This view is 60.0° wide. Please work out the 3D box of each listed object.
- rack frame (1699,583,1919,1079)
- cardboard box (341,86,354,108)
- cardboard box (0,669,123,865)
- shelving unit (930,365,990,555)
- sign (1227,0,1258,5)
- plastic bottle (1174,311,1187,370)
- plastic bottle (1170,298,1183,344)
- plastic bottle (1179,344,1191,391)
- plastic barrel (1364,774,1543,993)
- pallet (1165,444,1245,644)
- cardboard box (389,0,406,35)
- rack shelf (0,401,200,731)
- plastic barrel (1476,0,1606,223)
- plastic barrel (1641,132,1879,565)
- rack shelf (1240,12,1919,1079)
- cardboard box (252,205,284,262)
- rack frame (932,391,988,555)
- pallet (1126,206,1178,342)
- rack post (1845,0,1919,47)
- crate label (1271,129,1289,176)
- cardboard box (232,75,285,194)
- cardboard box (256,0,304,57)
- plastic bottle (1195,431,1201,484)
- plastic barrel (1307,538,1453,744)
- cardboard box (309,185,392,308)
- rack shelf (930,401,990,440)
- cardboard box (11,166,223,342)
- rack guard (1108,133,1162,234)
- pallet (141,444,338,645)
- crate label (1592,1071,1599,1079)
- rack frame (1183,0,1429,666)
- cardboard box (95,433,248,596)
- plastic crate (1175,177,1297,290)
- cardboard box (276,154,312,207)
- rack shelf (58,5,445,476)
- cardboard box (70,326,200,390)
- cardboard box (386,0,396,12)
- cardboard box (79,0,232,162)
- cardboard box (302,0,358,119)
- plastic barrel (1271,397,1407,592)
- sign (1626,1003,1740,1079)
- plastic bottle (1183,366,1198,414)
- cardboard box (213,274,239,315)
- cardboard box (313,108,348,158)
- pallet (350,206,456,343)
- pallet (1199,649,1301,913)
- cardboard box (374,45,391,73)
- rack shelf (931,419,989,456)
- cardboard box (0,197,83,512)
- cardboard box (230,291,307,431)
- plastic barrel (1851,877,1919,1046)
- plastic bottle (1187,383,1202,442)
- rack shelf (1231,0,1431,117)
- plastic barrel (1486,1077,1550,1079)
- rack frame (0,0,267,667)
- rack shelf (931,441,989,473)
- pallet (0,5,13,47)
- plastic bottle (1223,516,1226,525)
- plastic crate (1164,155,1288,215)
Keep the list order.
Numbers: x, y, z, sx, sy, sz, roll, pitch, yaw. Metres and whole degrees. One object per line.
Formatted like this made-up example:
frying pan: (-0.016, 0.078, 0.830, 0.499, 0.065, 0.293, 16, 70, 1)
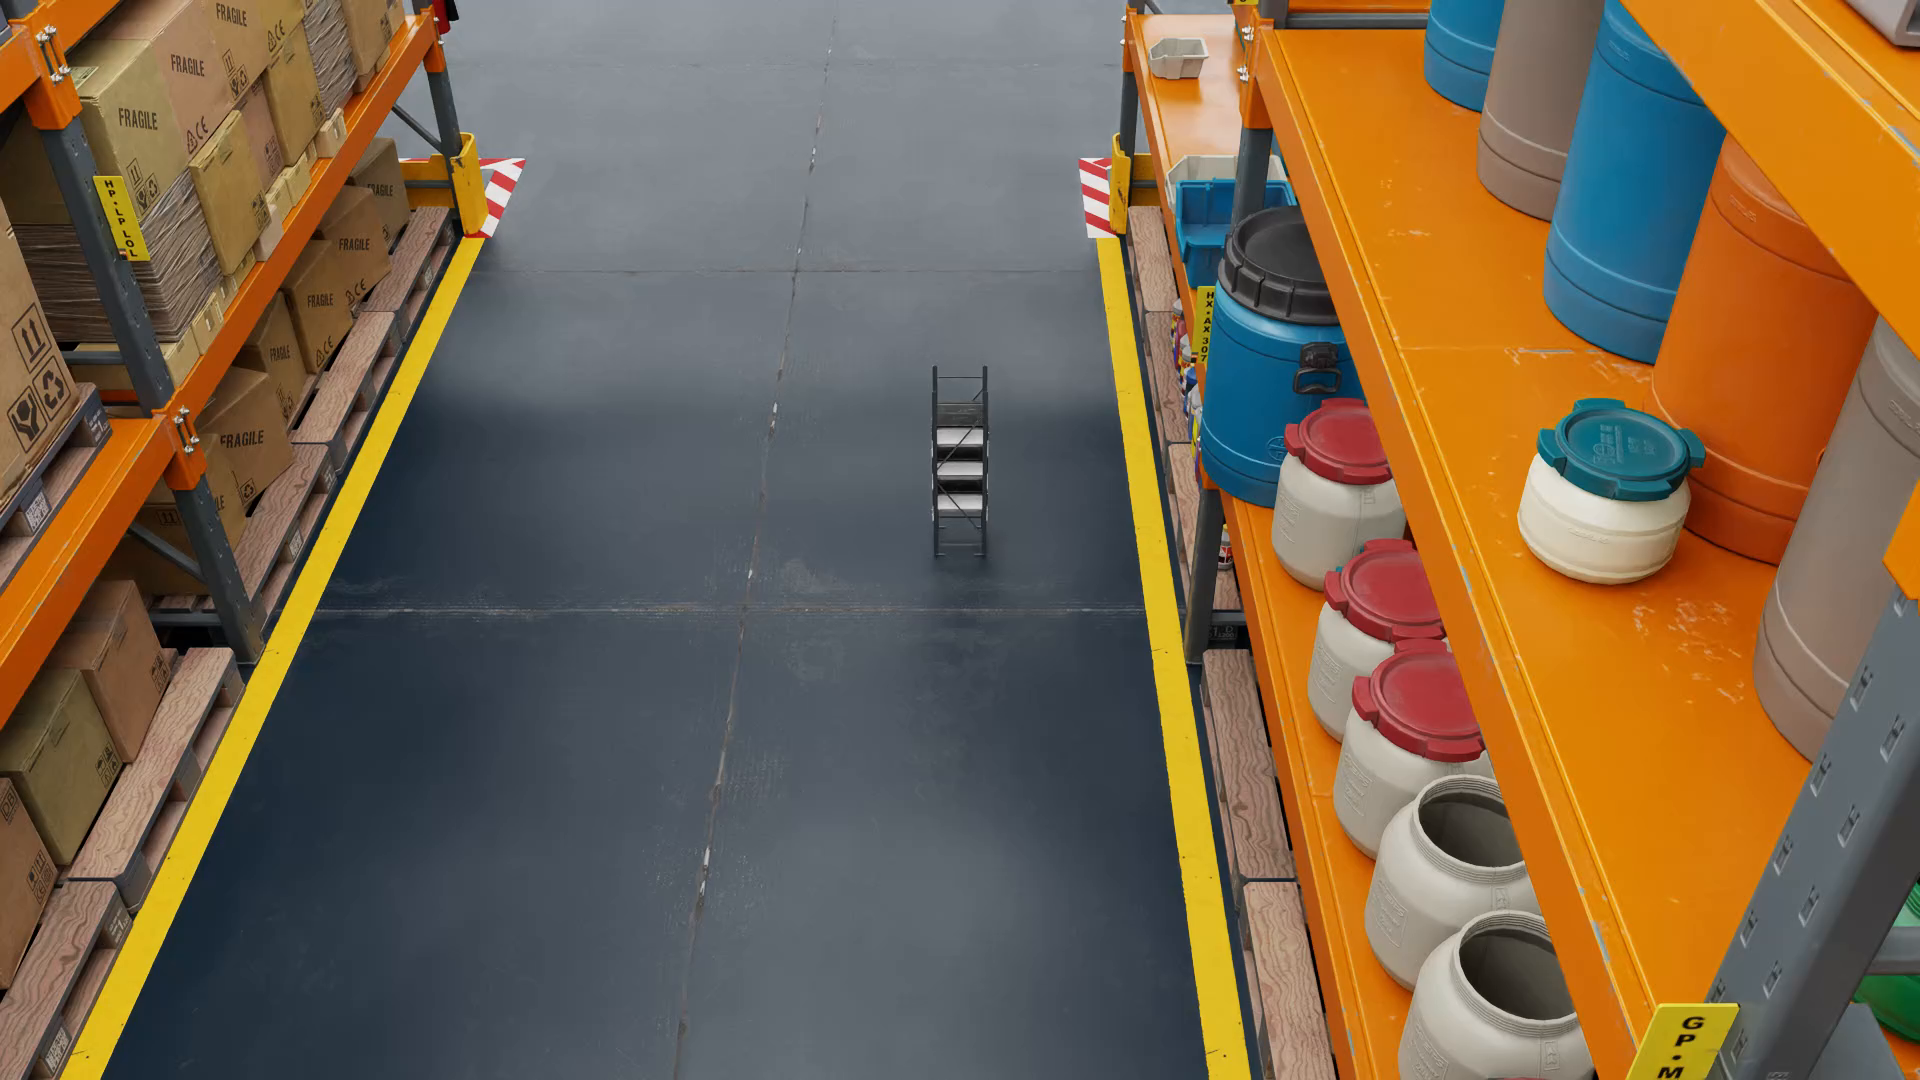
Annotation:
rack frame: (1.465, -0.514, 1.195, 1.000, 3.000, 0.127, 0, 39, 0)
cardboard box: (-3.295, -2.270, 8.385, 0.380, 0.149, 0.250, 0, 39, 0)
cardboard box: (-3.531, 0.816, 5.981, 0.700, 0.500, 0.500, 0, 39, 0)
shelving unit: (0.000, -0.346, 7.462, 0.258, 0.900, 0.210, 0, 39, 0)
sign: (0.911, -1.854, 5.260, 0.100, 0.325, 0.005, 0, 39, 0)
plastic bottle: (1.129, -1.011, 8.434, 0.061, 0.283, 0.133, 1, 39, 1)
plastic bottle: (1.147, -1.148, 8.614, 0.097, 0.271, 0.097, 0, 39, 0)
plastic bottle: (1.147, -0.871, 8.269, 0.097, 0.271, 0.097, 0, 39, 0)
plastic barrel: (1.250, 0.877, 4.167, 0.421, 0.512, 0.421, 0, 39, 0)
pallet: (1.502, -0.006, 7.588, 1.003, 0.211, 1.213, 0, 39, 0)
cardboard box: (-3.290, -2.896, 9.166, 0.380, 0.149, 0.250, 0, 39, 0)
rack shelf: (-3.490, 0.861, 4.852, 1.077, 0.370, 4.000, 0, 39, 0)
plastic barrel: (1.679, -1.313, 4.190, 0.600, 0.901, 0.600, 0, 39, 0)
plastic barrel: (1.681, -0.433, 3.150, 0.600, 0.830, 0.708, 0, 39, 0)
rack shelf: (1.463, -0.313, 3.919, 1.077, 0.370, 4.000, 0, 39, 0)
cardboard box: (-3.176, -1.332, 7.215, 0.380, 0.149, 0.250, 0, 39, 0)
rack frame: (0.000, -0.282, 7.383, 0.240, 0.900, 0.006, 0, 39, 0)
pallet: (1.499, -1.532, 9.492, 1.003, 0.211, 1.213, 0, 39, 0)
rack post: (1.549, -1.862, 2.717, 1.013, 1.000, 3.121, 0, 39, 0)
crate label: (1.729, -2.038, 7.867, 0.502, 0.435, 0.616, 0, 39, 0)
cardboard box: (-3.498, -1.732, 7.195, 0.875, 0.500, 0.500, 0, 39, 0)
cardboard box: (-3.252, -2.435, 7.273, 0.500, 0.500, 0.500, 0, 39, 0)
plastic bottle: (1.130, -0.410, 7.683, 0.061, 0.283, 0.133, 2, 39, 3)
plastic barrel: (1.243, 0.330, 4.831, 0.433, 0.535, 0.433, 0, 39, 0)
cardboard box: (-3.478, -1.596, 9.006, 0.500, 0.500, 0.500, 10, 40, 12)
rack shelf: (0.000, -0.531, 7.314, 0.258, 0.077, 0.200, 0, 39, 0)
cardboard box: (-3.431, -1.107, 6.415, 0.875, 0.500, 0.500, 0, 39, 0)
rack guard: (1.503, -2.152, 10.036, 1.175, 0.500, 0.348, 0, 39, 0)
pallet: (-3.528, -0.002, 7.584, 1.003, 0.211, 1.213, 0, 39, 0)
crate label: (1.735, 1.192, 3.835, 0.502, 0.435, 0.616, 0, 39, 0)
rack frame: (1.461, -0.674, 6.192, 1.000, 3.000, 0.127, 0, 39, 0)
cardboard box: (-3.453, -0.109, 7.150, 0.500, 0.500, 0.500, -1, 39, -1)
plastic crate: (1.188, -1.308, 7.102, 0.499, 0.251, 0.616, 0, 39, 0)
cardboard box: (-3.207, -1.645, 7.605, 0.380, 0.149, 0.250, 0, 39, 0)
rack shelf: (-3.495, -1.640, 7.974, 1.077, 0.370, 4.000, 0, 39, 0)
cardboard box: (-3.192, -0.707, 6.434, 0.380, 0.149, 0.250, 0, 39, 0)
cardboard box: (-3.524, -2.983, 8.756, 0.875, 0.500, 0.500, 0, 39, 0)
cardboard box: (-3.241, -1.810, 6.492, 0.500, 0.500, 0.500, 0, 39, 0)
cardboard box: (-3.446, -2.358, 7.975, 0.875, 0.500, 0.500, 0, 39, 0)
plastic barrel: (1.242, -0.129, 5.403, 0.433, 0.535, 0.433, 0, 39, 0)
sign: (0.915, 0.703, 2.160, 0.100, 0.325, 0.005, 0, 39, 0)
plastic bottle: (1.147, -0.745, 8.111, 0.097, 0.271, 0.097, 0, 39, 0)
cardboard box: (-3.207, -1.020, 6.825, 0.380, 0.149, 0.250, 0, 39, 0)
cardboard box: (-3.183, -1.958, 7.995, 0.380, 0.149, 0.250, 0, 39, 0)
pallet: (-3.531, -1.528, 9.488, 1.003, 0.211, 1.213, 0, 39, 0)
pallet: (1.500, 0.905, 6.452, 1.003, 0.211, 1.213, 0, 39, 0)
cardboard box: (-3.239, -2.583, 8.775, 0.380, 0.149, 0.250, 0, 39, 0)
rack shelf: (0.000, -0.461, 7.371, 0.258, 0.077, 0.200, 0, 39, 0)
cardboard box: (-3.631, -0.571, 5.249, 1.000, 1.000, 1.000, 0, 39, 0)
cardboard box: (-3.540, -0.855, 8.082, 0.500, 0.500, 0.500, -3, 39, -4)
plastic barrel: (1.414, 0.563, 2.374, 0.294, 0.245, 0.294, 0, 39, 0)
plastic bottle: (1.175, -0.609, 7.937, 0.152, 0.276, 0.135, 1, 39, 1)
rack shelf: (1.458, -2.814, 7.040, 1.077, 0.370, 4.000, 0, 39, 0)
plastic barrel: (1.162, 1.484, 3.390, 0.600, 0.536, 0.708, 0, 39, 0)
rack frame: (-3.492, -0.670, 6.188, 1.000, 3.000, 0.127, 0, 39, 0)
rack shelf: (0.000, -0.390, 7.427, 0.258, 0.077, 0.200, 0, 39, 0)
pallet: (-3.598, -1.381, 4.827, 1.213, 0.211, 1.003, 0, 39, 0)
plastic bottle: (1.130, -0.086, 7.279, 0.061, 0.283, 0.133, 2, 39, 2)
plastic crate: (1.206, -1.586, 7.542, 0.530, 0.136, 0.437, 0, 39, 0)
